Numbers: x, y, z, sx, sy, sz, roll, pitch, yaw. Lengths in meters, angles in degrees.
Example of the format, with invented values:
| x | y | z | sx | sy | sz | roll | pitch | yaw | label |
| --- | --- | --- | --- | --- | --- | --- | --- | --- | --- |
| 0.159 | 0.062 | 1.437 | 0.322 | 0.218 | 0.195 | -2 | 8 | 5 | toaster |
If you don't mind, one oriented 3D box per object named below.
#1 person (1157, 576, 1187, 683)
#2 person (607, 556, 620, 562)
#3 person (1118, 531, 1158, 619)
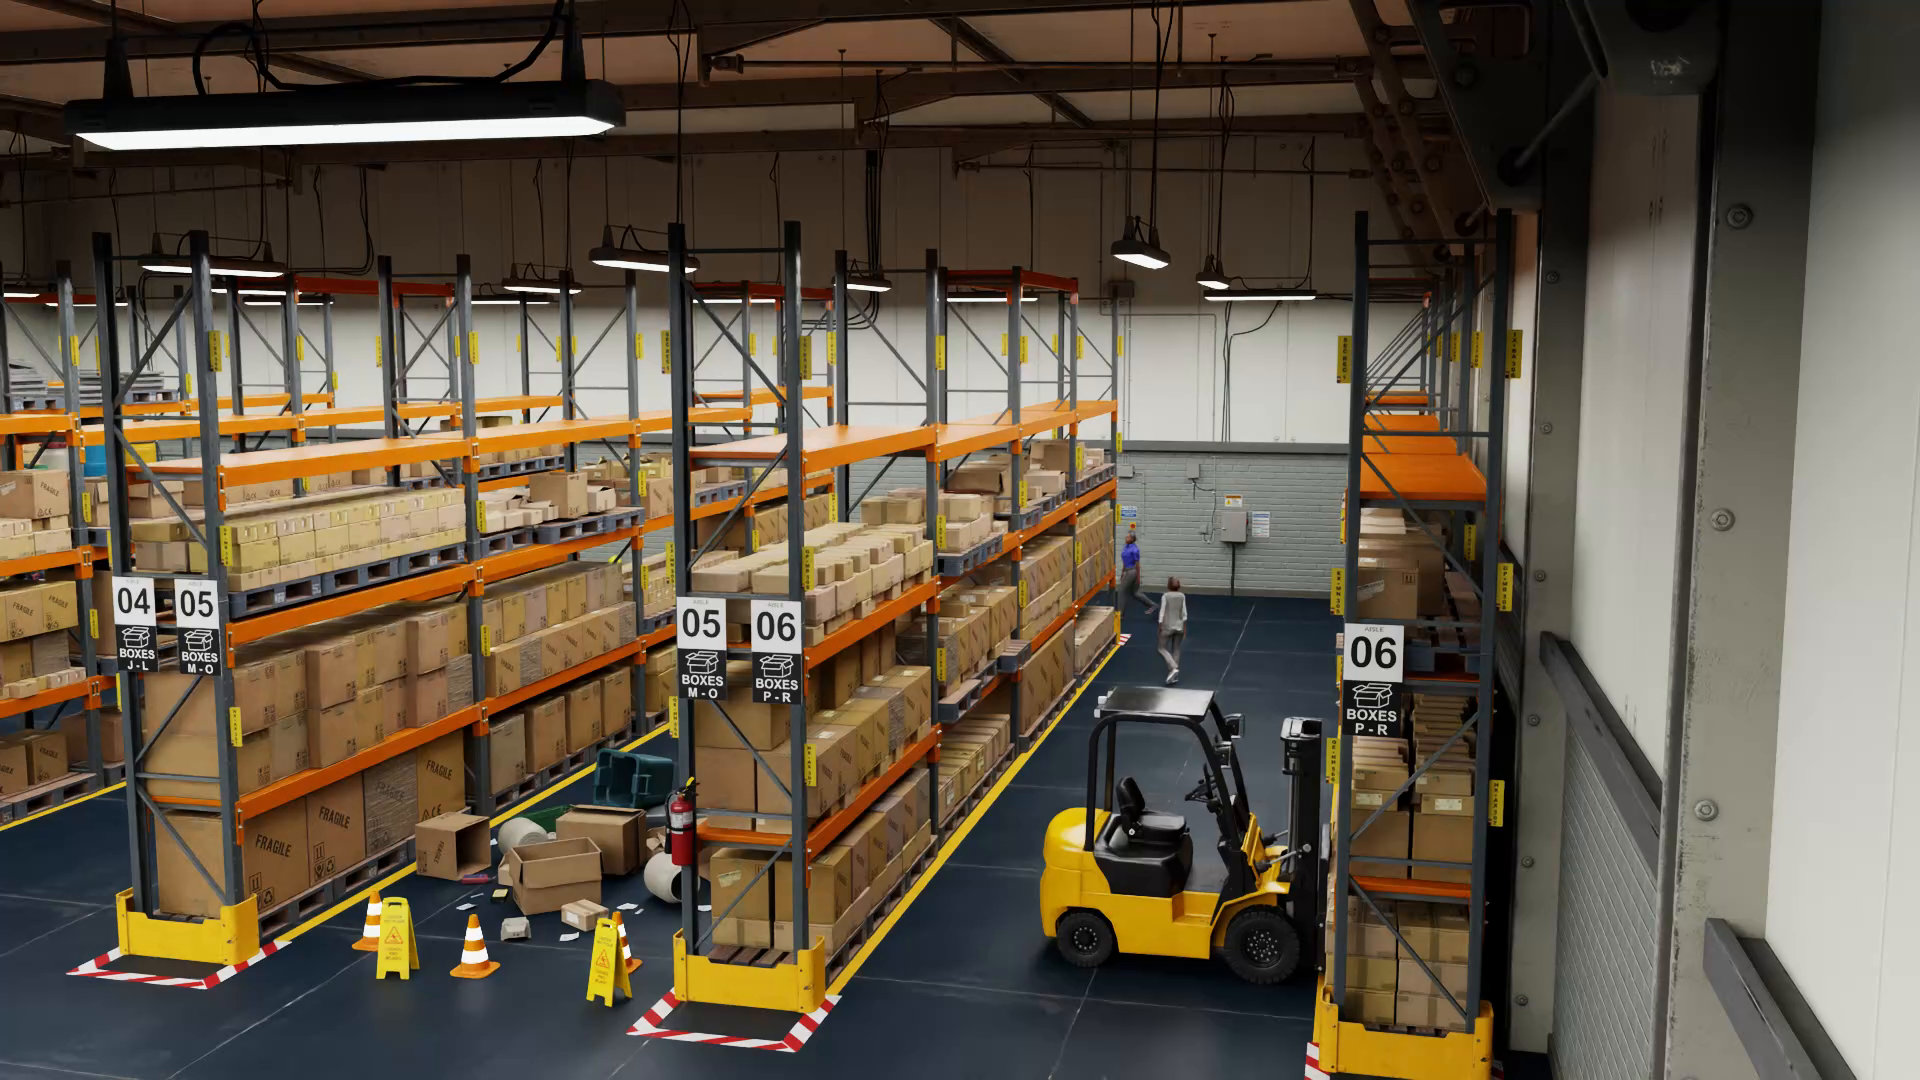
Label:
| x | y | z | sx | sy | sz | roll | pitch | yaw | label |
| --- | --- | --- | --- | --- | --- | --- | --- | --- | --- |
| 3.186 | 1.348 | 24.779 | 0.449 | 1.602 | 0.494 | -2 | 7 | -15 | person |
| -5.426 | 1.133 | 26.039 | 0.559 | 1.763 | 0.903 | 1 | 7 | 10 | person |
| 3.190 | 0.634 | 30.512 | 0.920 | 1.613 | 0.421 | 0 | 7 | 2 | person |
